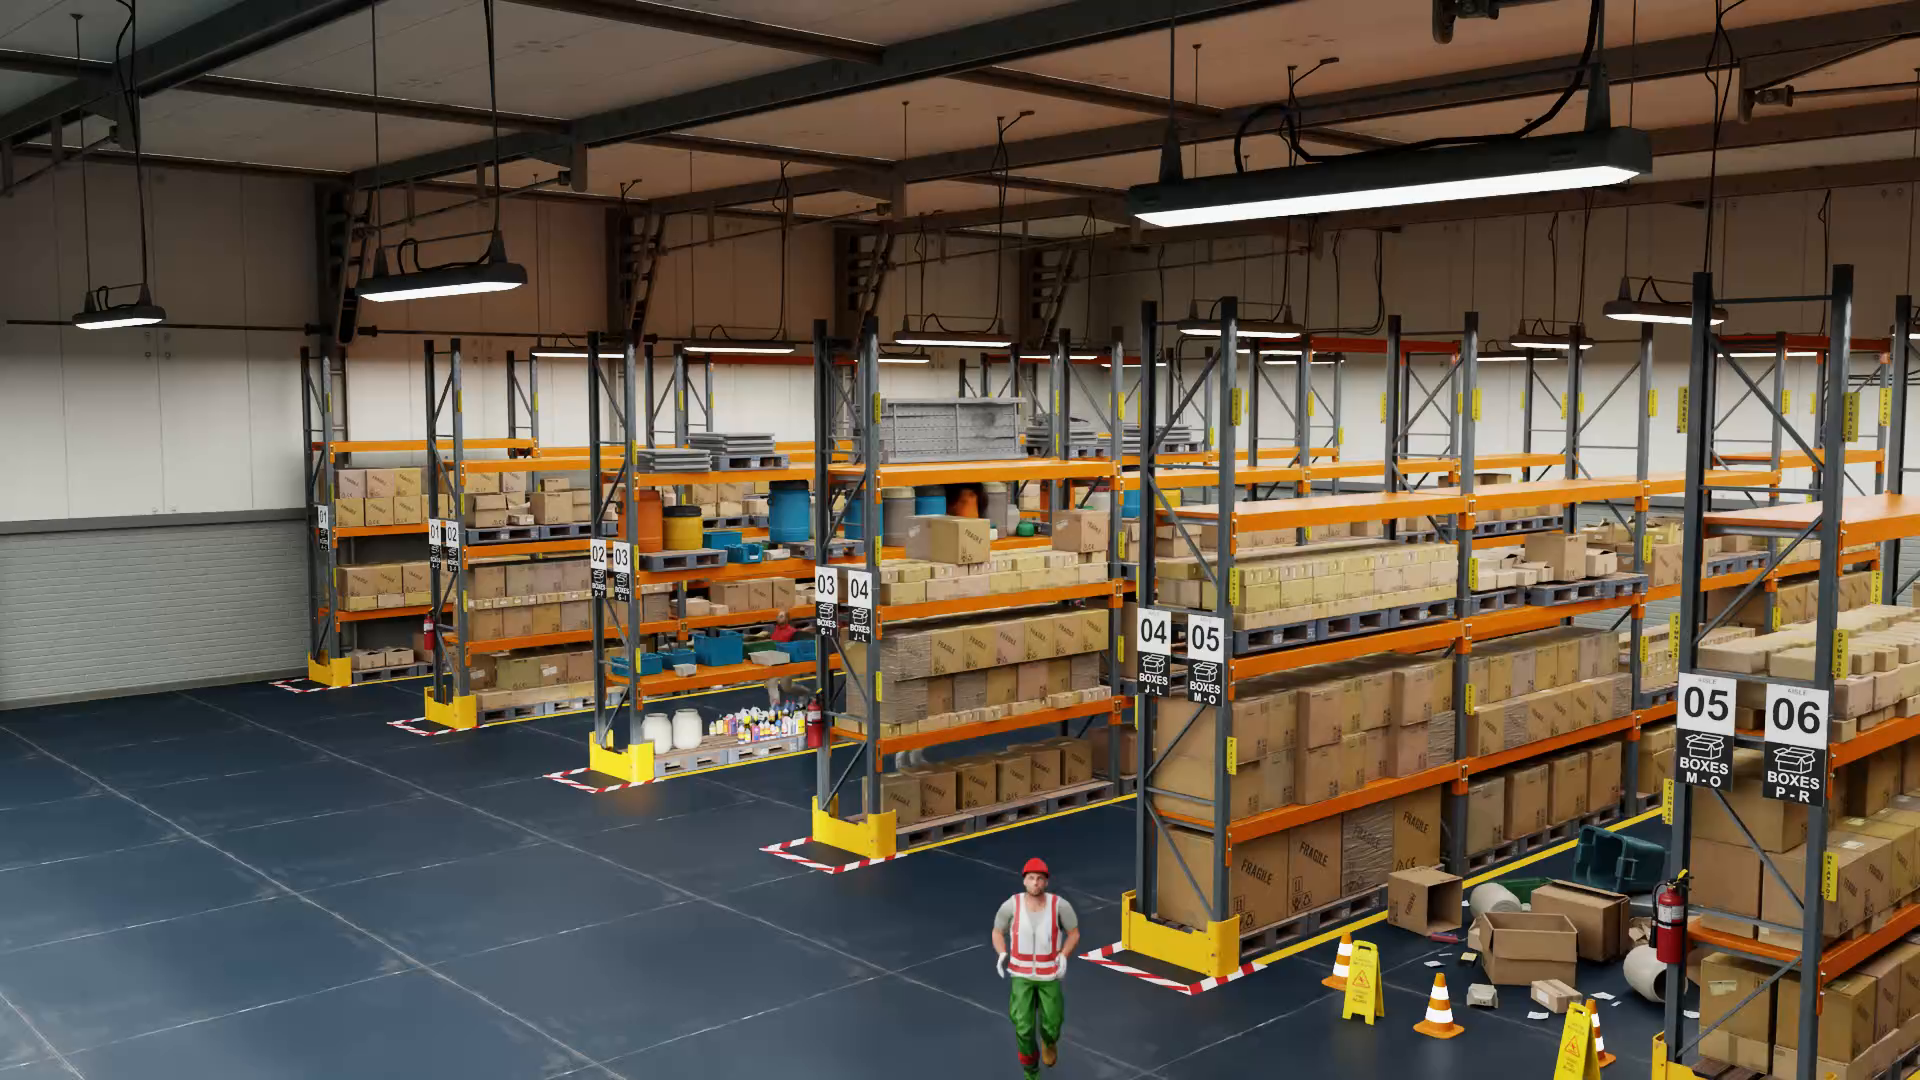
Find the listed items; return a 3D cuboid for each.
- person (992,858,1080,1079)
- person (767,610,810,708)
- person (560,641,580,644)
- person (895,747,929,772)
[{"bbox_3d":[0.557,3.212,12.349,0.655,1.737,0.622,0,5,5],"label":"person"},{"bbox_3d":[-2.828,1.982,26.707,0.663,1.724,0.816,4,7,40],"label":"person"},{"bbox_3d":[-6.852,1.767,29.296,0.593,1.664,0.663,-4,6,-38],"label":"person"},{"bbox_3d":[-0.599,2.460,21.289,0.586,1.656,0.803,4,7,40],"label":"person"}]
